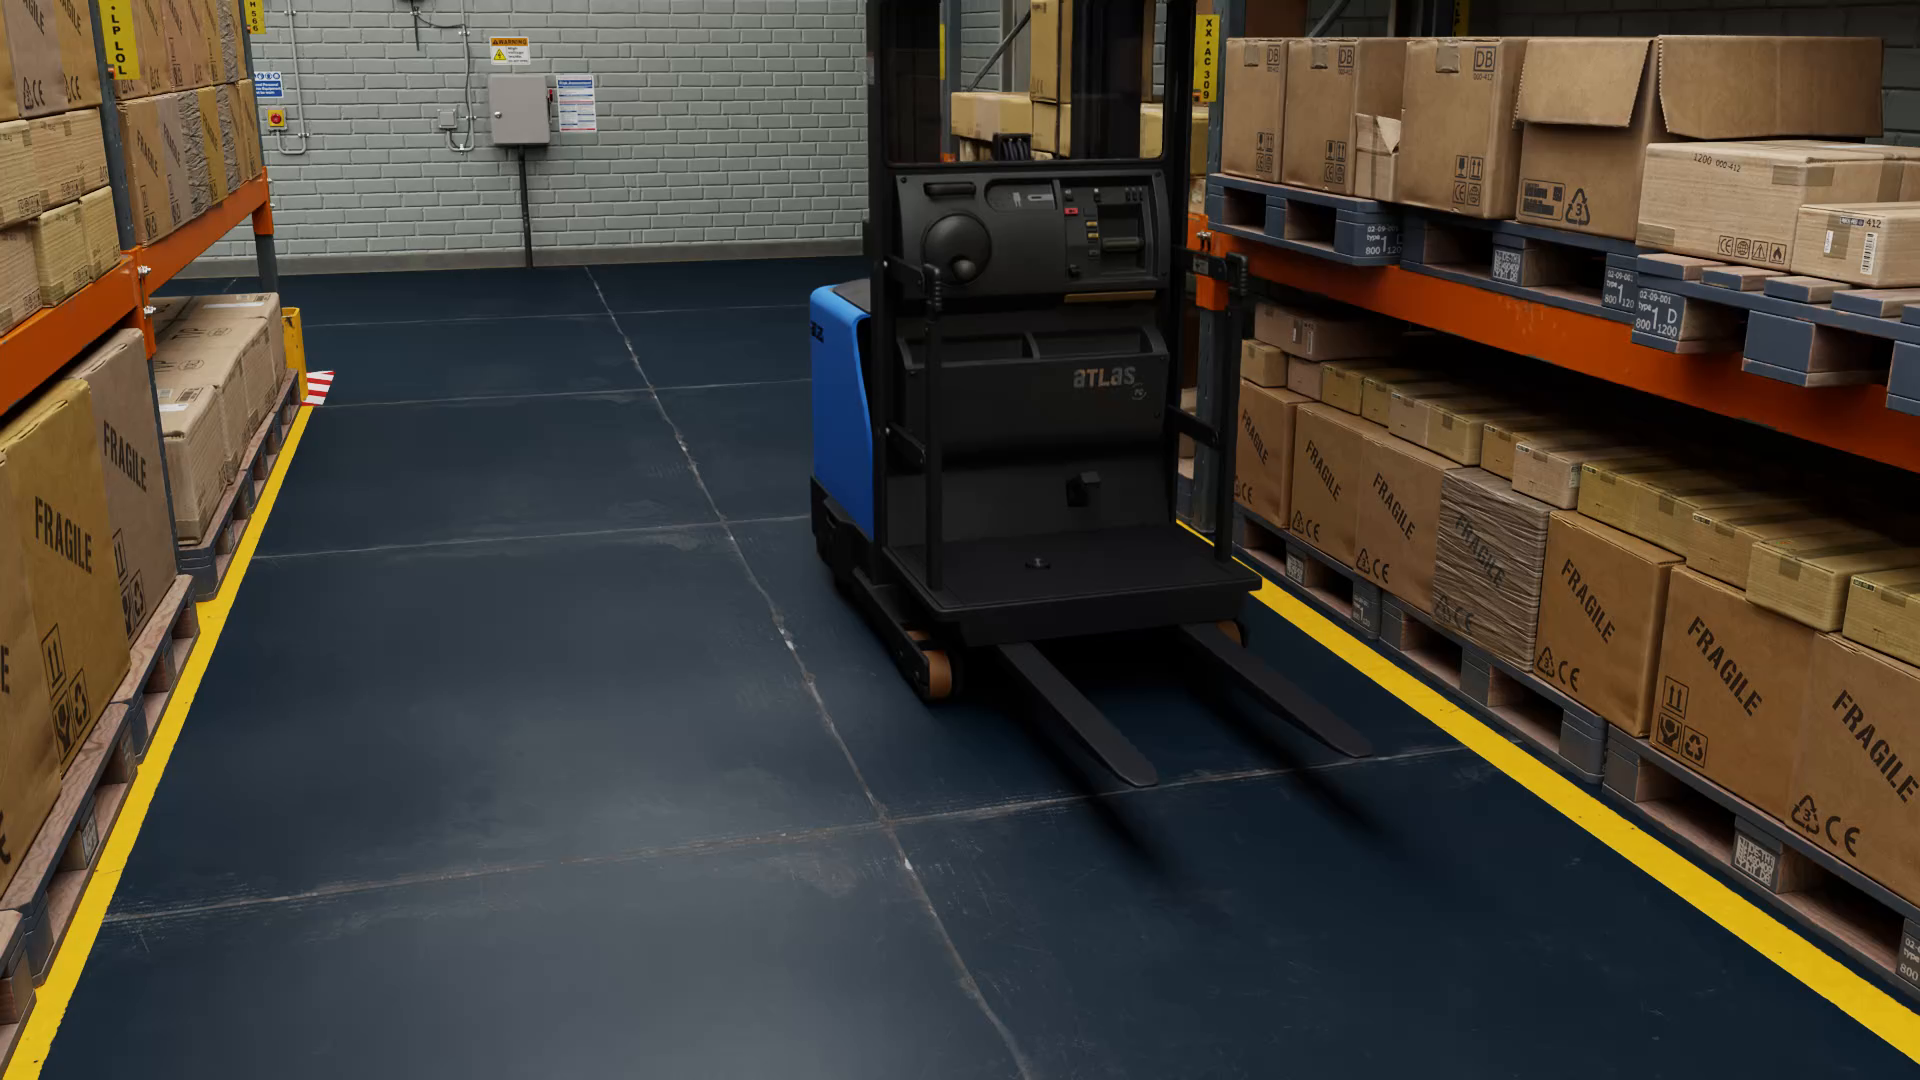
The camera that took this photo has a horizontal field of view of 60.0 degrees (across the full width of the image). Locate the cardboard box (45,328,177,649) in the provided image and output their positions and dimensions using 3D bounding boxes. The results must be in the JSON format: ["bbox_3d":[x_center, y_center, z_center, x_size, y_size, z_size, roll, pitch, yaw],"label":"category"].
[{"bbox_3d":[-3.038,-0.136,5.155,0.875,0.875,0.875,-4,17,-14],"label":"cardboard box"}]

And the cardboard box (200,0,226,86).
[{"bbox_3d":[-3.719,-2.357,7.674,0.500,0.500,0.500,-5,17,-16],"label":"cardboard box"}]

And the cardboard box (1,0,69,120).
[{"bbox_3d":[-2.772,-1.398,4.482,0.500,0.500,0.500,-4,17,-14],"label":"cardboard box"}]

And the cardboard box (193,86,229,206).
[{"bbox_3d":[-3.569,-1.736,7.345,0.500,0.500,0.500,-4,17,-14],"label":"cardboard box"}]

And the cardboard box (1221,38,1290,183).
[{"bbox_3d":[1.404,-1.609,6.190,0.700,0.500,0.500,-4,17,-14],"label":"cardboard box"}]

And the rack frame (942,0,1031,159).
[{"bbox_3d":[0.387,-2.618,10.453,1.000,3.000,0.127,-5,17,-15],"label":"rack frame"}]

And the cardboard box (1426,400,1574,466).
[{"bbox_3d":[1.748,-0.350,5.389,0.380,0.149,0.250,-4,17,-13],"label":"cardboard box"}]

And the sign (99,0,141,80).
[{"bbox_3d":[-2.766,-1.680,5.456,0.100,0.325,0.005,-5,17,-15],"label":"sign"}]

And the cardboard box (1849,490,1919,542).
[{"bbox_3d":[2.549,-0.027,4.314,0.380,0.149,0.250,-4,17,-15],"label":"cardboard box"}]

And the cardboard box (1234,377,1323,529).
[{"bbox_3d":[1.403,-0.364,6.564,0.500,0.500,0.500,-4,17,-13],"label":"cardboard box"}]

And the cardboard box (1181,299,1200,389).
[{"bbox_3d":[0.947,-0.918,8.411,0.700,0.500,0.500,-5,18,-17],"label":"cardboard box"}]

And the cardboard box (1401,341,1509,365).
[{"bbox_3d":[1.942,-0.675,6.471,0.380,0.149,0.250,-5,17,-15],"label":"cardboard box"}]

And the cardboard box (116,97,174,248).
[{"bbox_3d":[-3.163,-1.316,5.946,0.500,0.500,0.500,-4,17,-13],"label":"cardboard box"}]

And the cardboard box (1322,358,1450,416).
[{"bbox_3d":[1.561,-0.565,6.107,0.380,0.149,0.250,-6,18,-18],"label":"cardboard box"}]

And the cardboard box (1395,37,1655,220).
[{"bbox_3d":[1.762,-1.249,4.991,0.700,0.500,0.500,-5,17,-16],"label":"cardboard box"}]

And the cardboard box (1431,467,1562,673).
[{"bbox_3d":[1.828,0.065,5.136,0.500,0.500,0.500,-5,18,-17],"label":"cardboard box"}]

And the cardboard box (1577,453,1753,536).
[{"bbox_3d":[1.973,-0.131,4.662,0.380,0.149,0.250,-5,17,-16],"label":"cardboard box"}]

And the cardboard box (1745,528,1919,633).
[{"bbox_3d":[2.101,0.091,3.923,0.380,0.149,0.250,-6,18,-18],"label":"cardboard box"}]

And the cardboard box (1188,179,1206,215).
[{"bbox_3d":[1.156,-1.459,7.033,0.380,0.149,0.250,-4,17,-14],"label":"cardboard box"}]

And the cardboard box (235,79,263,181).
[{"bbox_3d":[-3.998,-2.160,8.754,0.500,0.500,0.500,-5,17,-15],"label":"cardboard box"}]

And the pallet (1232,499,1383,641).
[{"bbox_3d":[1.746,0.046,6.432,1.003,0.211,1.213,-5,17,-15],"label":"pallet"}]

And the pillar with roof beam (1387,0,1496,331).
[{"bbox_3d":[-1.978,-4.308,5.652,9.100,9.000,0.400,-5,17,-15],"label":"pillar with roof beam"}]

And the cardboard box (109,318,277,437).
[{"bbox_3d":[-3.848,-0.771,8.029,0.875,0.438,0.875,-4,17,-14],"label":"cardboard box"}]

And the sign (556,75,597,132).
[{"bbox_3d":[-3.479,-3.959,15.082,0.329,0.494,0.001,-5,17,-15],"label":"sign"}]

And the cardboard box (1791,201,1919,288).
[{"bbox_3d":[2.036,-0.637,3.566,0.380,0.149,0.250,-4,17,-14],"label":"cardboard box"}]

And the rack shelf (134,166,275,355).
[{"bbox_3d":[-3.835,-1.327,7.405,1.077,0.370,4.000,-5,17,-15],"label":"rack shelf"}]

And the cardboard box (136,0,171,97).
[{"bbox_3d":[-3.316,-1.936,6.270,0.500,0.500,0.500,-5,17,-16],"label":"cardboard box"}]

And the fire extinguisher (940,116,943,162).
[{"bbox_3d":[-0.098,-2.406,10.532,0.296,0.674,0.183,-5,17,-15],"label":"fire extinguisher"}]

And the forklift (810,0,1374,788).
[{"bbox_3d":[0.313,-1.022,5.259,1.130,2.935,3.031,-5,17,-16],"label":"forklift"}]

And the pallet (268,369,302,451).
[{"bbox_3d":[-4.090,-0.674,8.829,1.003,0.211,1.213,-5,17,-15],"label":"pallet"}]

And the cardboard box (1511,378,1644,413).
[{"bbox_3d":[2.137,-0.459,5.753,0.380,0.149,0.250,-4,17,-14],"label":"cardboard box"}]

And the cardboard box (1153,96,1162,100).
[{"bbox_3d":[1.041,-2.302,9.146,0.500,0.250,0.500,-4,17,-14],"label":"cardboard box"}]

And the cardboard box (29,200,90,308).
[{"bbox_3d":[-2.781,-0.801,4.665,0.500,0.250,0.500,-5,17,-16],"label":"cardboard box"}]

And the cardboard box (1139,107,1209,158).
[{"bbox_3d":[0.960,-1.841,7.611,0.500,0.250,0.500,-5,17,-15],"label":"cardboard box"}]

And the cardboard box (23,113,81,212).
[{"bbox_3d":[-2.786,-1.045,4.609,0.500,0.250,0.500,-4,17,-14],"label":"cardboard box"}]

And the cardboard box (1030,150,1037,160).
[{"bbox_3d":[0.520,-2.025,8.915,0.380,0.149,0.250,-5,17,-17],"label":"cardboard box"}]

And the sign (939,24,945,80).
[{"bbox_3d":[-0.135,-2.989,10.185,0.100,0.325,0.005,-5,17,-15],"label":"sign"}]

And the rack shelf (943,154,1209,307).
[{"bbox_3d":[0.937,-1.720,8.715,1.077,0.370,4.000,-5,17,-15],"label":"rack shelf"}]

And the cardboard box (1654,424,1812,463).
[{"bbox_3d":[2.335,-0.242,5.031,0.380,0.149,0.250,-5,17,-15],"label":"cardboard box"}]

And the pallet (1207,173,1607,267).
[{"bbox_3d":[1.601,-1.190,6.033,1.003,0.211,1.213,-5,17,-15],"label":"pallet"}]

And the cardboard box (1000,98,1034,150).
[{"bbox_3d":[0.534,-2.262,9.013,0.500,0.250,0.500,-5,17,-16],"label":"cardboard box"}]

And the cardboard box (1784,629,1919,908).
[{"bbox_3d":[2.263,0.491,3.718,0.500,0.500,0.500,-4,17,-14],"label":"cardboard box"}]

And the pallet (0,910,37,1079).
[{"bbox_3d":[-2.330,1.100,2.923,1.003,0.211,1.213,-5,17,-15],"label":"pallet"}]
